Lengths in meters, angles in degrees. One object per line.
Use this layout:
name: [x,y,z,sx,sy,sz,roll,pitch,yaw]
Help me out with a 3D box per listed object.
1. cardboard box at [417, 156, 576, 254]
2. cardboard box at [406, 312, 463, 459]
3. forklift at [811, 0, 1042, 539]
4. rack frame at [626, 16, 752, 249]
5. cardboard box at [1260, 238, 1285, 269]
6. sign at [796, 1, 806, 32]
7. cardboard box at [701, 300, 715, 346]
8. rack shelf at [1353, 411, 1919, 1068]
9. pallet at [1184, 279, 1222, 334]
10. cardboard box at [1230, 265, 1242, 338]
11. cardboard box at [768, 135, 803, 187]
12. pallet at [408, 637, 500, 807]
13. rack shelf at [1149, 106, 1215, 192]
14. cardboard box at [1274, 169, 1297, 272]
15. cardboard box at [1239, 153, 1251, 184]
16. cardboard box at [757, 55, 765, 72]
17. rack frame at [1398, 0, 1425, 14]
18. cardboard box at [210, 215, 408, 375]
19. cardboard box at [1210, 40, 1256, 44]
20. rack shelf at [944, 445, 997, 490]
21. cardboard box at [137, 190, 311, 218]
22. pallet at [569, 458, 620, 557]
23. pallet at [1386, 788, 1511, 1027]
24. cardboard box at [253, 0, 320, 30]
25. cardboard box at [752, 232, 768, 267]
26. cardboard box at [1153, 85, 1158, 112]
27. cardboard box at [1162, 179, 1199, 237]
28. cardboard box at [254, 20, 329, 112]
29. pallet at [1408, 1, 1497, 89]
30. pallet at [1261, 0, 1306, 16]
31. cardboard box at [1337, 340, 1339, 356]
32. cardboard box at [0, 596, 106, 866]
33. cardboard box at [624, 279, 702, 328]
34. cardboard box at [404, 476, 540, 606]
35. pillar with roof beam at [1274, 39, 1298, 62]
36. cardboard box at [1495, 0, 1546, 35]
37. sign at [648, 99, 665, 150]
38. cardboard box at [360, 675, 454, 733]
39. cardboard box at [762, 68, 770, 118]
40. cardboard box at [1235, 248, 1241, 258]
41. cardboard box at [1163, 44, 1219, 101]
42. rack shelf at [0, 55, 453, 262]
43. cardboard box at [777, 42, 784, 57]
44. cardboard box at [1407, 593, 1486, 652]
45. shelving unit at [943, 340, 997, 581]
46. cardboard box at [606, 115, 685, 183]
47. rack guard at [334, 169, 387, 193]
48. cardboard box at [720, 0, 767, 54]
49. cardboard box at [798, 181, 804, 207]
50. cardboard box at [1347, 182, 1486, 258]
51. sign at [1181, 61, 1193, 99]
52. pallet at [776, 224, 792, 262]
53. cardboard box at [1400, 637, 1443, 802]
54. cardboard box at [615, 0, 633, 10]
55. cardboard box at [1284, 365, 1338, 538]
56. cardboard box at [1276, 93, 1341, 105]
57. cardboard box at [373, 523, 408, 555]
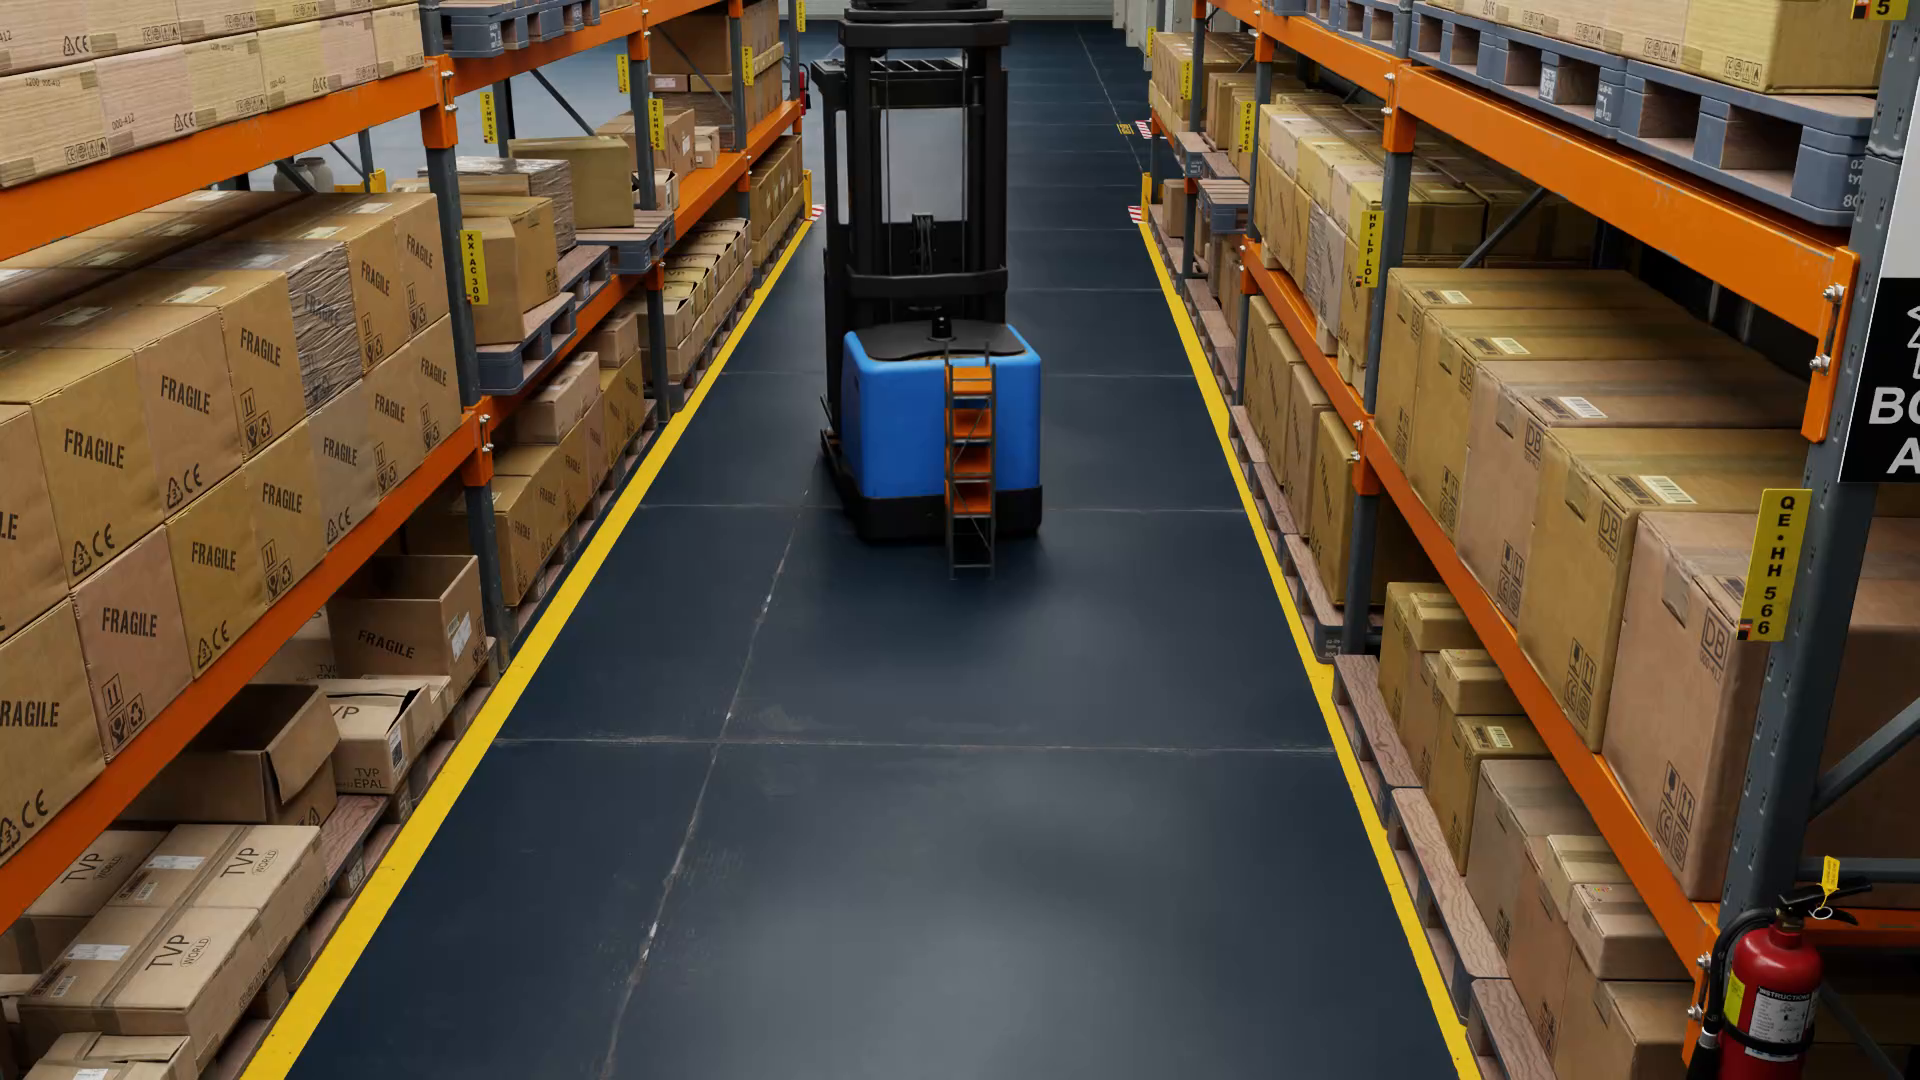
cardboard box: [-2.665,-1.917,9.603,0.700,0.500,0.500,5,22,12]
cardboard box: [-2.420,-0.648,6.915,0.500,0.500,0.500,1,21,3]
forklift: [-0.308,-1.872,10.303,1.130,2.935,3.031,-4,22,-10]
rack frame: [-2.418,-3.678,14.861,1.000,3.000,0.127,1,21,2]
cardboard box: [2.061,-1.768,10.259,0.380,0.149,0.250,1,21,3]
sign: [-1.754,-5.763,18.308,0.100,0.325,0.005,1,21,2]
cardboard box: [-2.206,-1.702,12.988,0.500,0.250,0.500,0,21,0]
rack shelf: [2.229,0.326,5.536,1.077,0.370,4.000,1,21,2]
pallet: [2.511,-2.043,14.503,1.003,0.211,1.213,1,21,2]
cardboard box: [2.500,-1.844,12.982,0.700,0.500,0.500,1,21,1]
cardboard box: [-2.015,-4.191,18.366,0.500,0.500,0.500,1,21,2]
pallet: [-2.683,0.763,7.271,1.003,0.211,1.213,1,21,2]
rack shelf: [2.594,-4.013,16.718,1.077,0.370,4.000,1,21,2]
cardboard box: [2.100,-1.832,9.526,0.500,0.500,0.500,1,21,1]
cardboard box: [2.406,-2.803,11.859,0.700,0.500,0.500,-1,21,-3]
cardboard box: [-2.162,-4.772,16.646,0.380,0.149,0.250,0,21,1]
rack frame: [2.290,-3.529,6.184,1.000,3.000,0.127,1,21,2]
cardboard box: [-2.431,-0.927,6.251,0.500,0.500,0.500,0,21,1]
cardboard box: [2.817,-4.818,16.944,0.500,0.500,0.500,0,21,0]
rack shelf: [0.051,-0.369,9.006,0.258,0.148,0.480,-1,21,-3]
cardboard box: [-2.957,-1.131,6.776,0.500,0.500,0.500,1,21,3]
pallet: [-2.640,-0.222,9.810,1.003,0.211,1.213,1,21,2]
pallet: [2.155,1.284,5.928,1.003,0.211,1.213,1,21,2]
cardboard box: [-2.441,-1.807,5.408,0.500,0.250,0.500,1,21,2]
cardboard box: [-2.101,-2.756,15.706,0.500,0.250,0.500,1,21,2]
cardboard box: [2.322,-4.650,17.545,0.500,0.250,0.500,0,21,0]
cardboard box: [2.455,-3.391,16.969,0.700,0.500,0.500,-1,21,-2]
cardboard box: [-2.443,-1.574,5.499,0.500,0.250,0.500,1,21,2]
pallet: [2.255,-1.794,5.981,1.003,0.211,1.213,1,21,2]
pallet: [2.445,-3.256,9.887,1.213,0.211,1.003,2,21,4]
cardboard box: [2.055,-0.934,8.110,0.380,0.149,0.250,1,21,3]
cardboard box: [-2.506,0.457,4.067,0.500,0.500,0.500,1,21,3]
cardboard box: [-2.222,-1.783,12.423,0.500,0.311,0.500,0,21,0]
cardboard box: [-2.403,0.003,8.223,0.500,0.500,0.500,0,21,-1]
pillar with roof beam: [-0.804,-7.653,16.812,9.100,9.000,0.400,1,21,2]
cardboard box: [1.968,-1.687,5.071,0.500,0.250,0.500,0,21,0]
sign: [-1.997,-2.732,10.932,0.100,0.325,0.005,1,21,2]
cardboard box: [-2.346,0.684,6.952,0.380,0.149,0.250,1,21,2]
cardboard box: [-2.355,-4.633,17.184,0.700,0.500,0.500,1,21,2]
cardboard box: [2.506,-2.400,13.379,0.500,0.250,0.500,0,21,0]
cardboard box: [2.290,-4.639,16.480,0.500,0.500,0.500,1,21,3]
rack shelf: [-2.722,-1.125,5.130,1.077,0.370,4.000,1,21,2]
cardboard box: [-2.117,-5.333,18.092,0.380,0.149,0.250,0,21,1]
cardboard box: [1.972,0.326,6.520,0.380,0.149,0.250,1,21,3]
shelving unit: [0.051,-0.431,8.982,0.258,1.200,0.503,-1,21,-3]
cardboard box: [-2.489,-3.075,13.170,0.500,0.500,0.500,1,21,2]
rack guard: [-7.202,-3.987,19.113,1.175,0.500,0.348,1,21,2]
cardboard box: [-2.350,-5.215,16.892,0.700,0.500,0.500,1,21,2]
cardboard box: [-2.017,-3.841,18.502,0.500,0.250,0.500,1,21,2]
cardboard box: [2.049,-1.448,7.501,0.500,0.250,0.500,1,21,3]
sign: [1.991,-4.032,14.576,0.100,0.325,0.005,1,21,2]
pallet: [-2.317,-3.107,17.245,1.003,0.211,1.213,1,21,2]
cardboard box: [2.147,0.688,6.484,0.700,0.500,0.500,0,21,1]
cardboard box: [-2.519,-3.519,10.166,0.910,0.500,0.500,1,21,2]
cardboard box: [2.204,-0.484,9.020,0.750,0.750,0.750,1,21,3]
cardboard box: [2.388,-2.974,11.404,0.380,0.149,0.250,-3,21,-7]
cardboard box: [-2.933,-0.007,8.247,0.500,0.500,0.500,1,21,1]
